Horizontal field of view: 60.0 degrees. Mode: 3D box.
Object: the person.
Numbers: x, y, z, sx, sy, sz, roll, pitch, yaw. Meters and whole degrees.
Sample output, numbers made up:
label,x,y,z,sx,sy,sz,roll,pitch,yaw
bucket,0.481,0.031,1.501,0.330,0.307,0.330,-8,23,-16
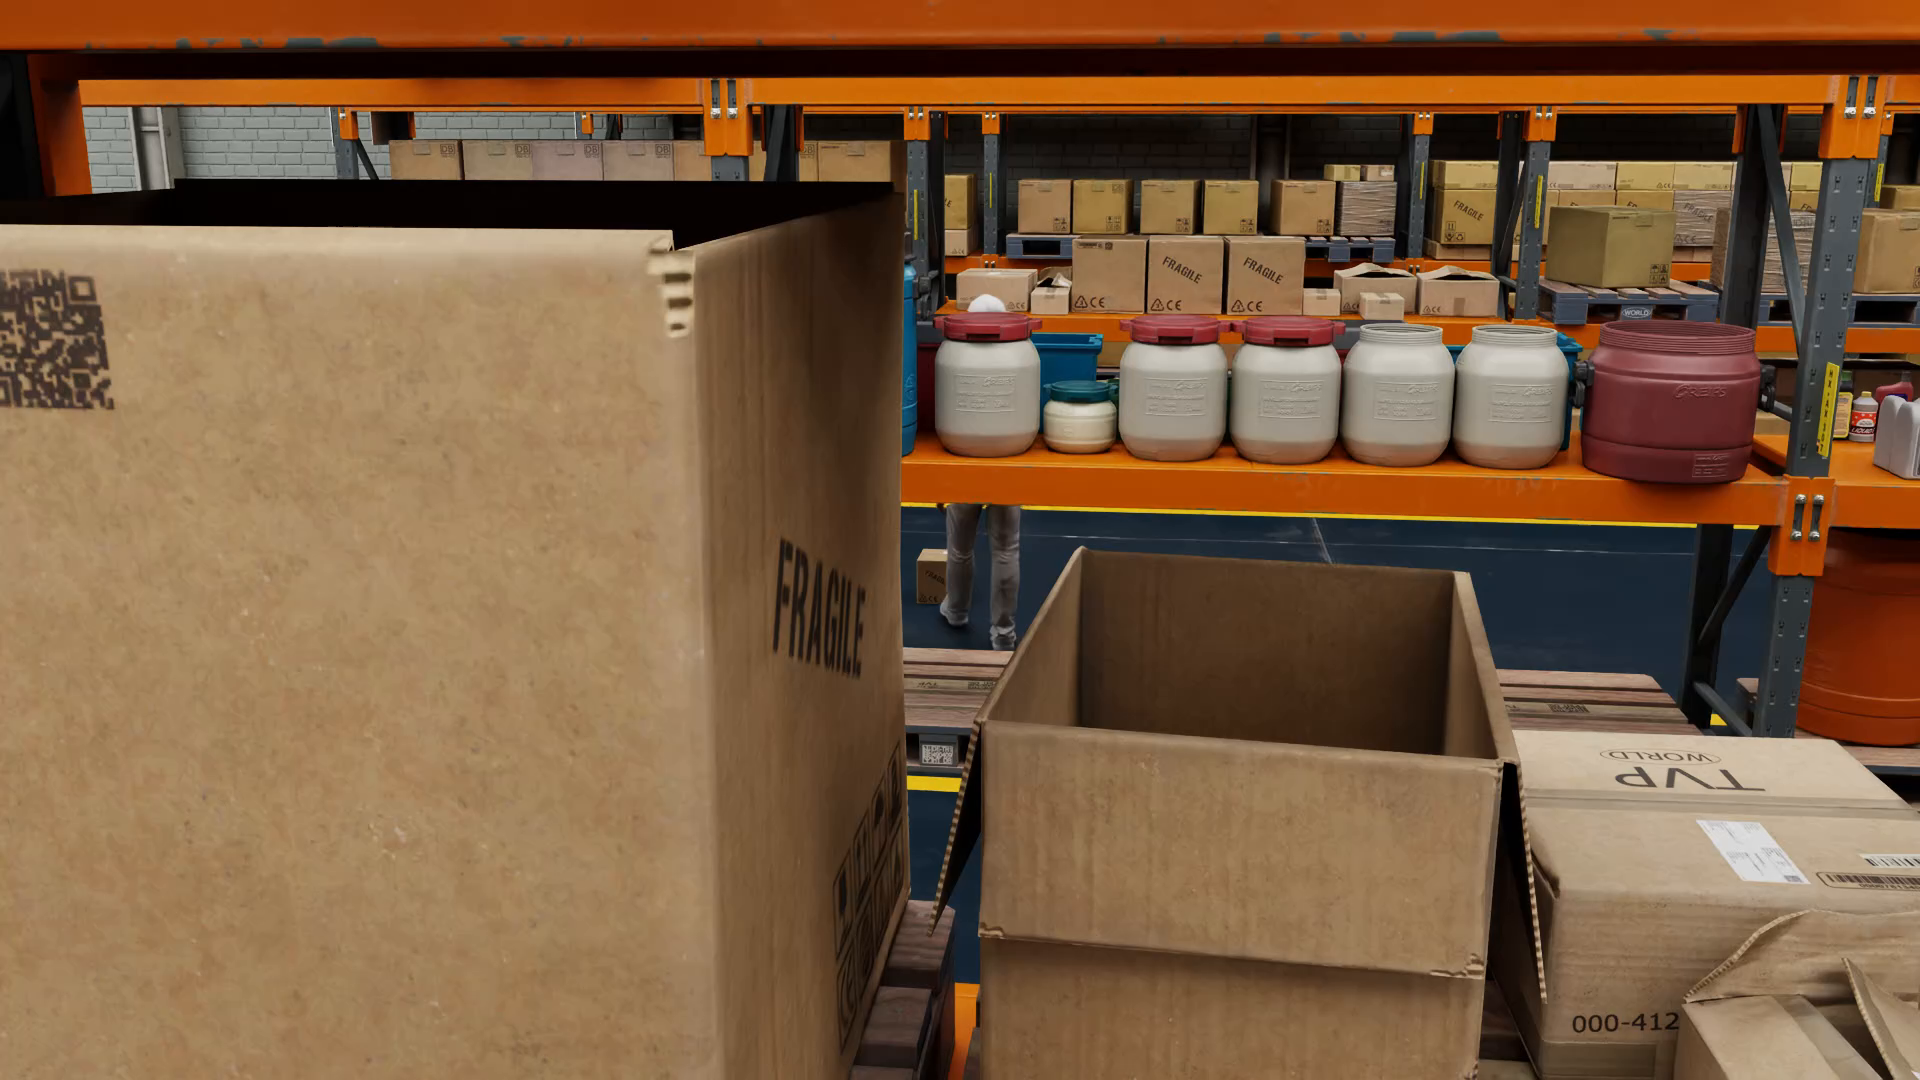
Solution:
label,x,y,z,sx,sy,sz,roll,pitch,yaw
person,0.122,-0.371,8.388,0.580,1.747,0.796,-2,14,-7
